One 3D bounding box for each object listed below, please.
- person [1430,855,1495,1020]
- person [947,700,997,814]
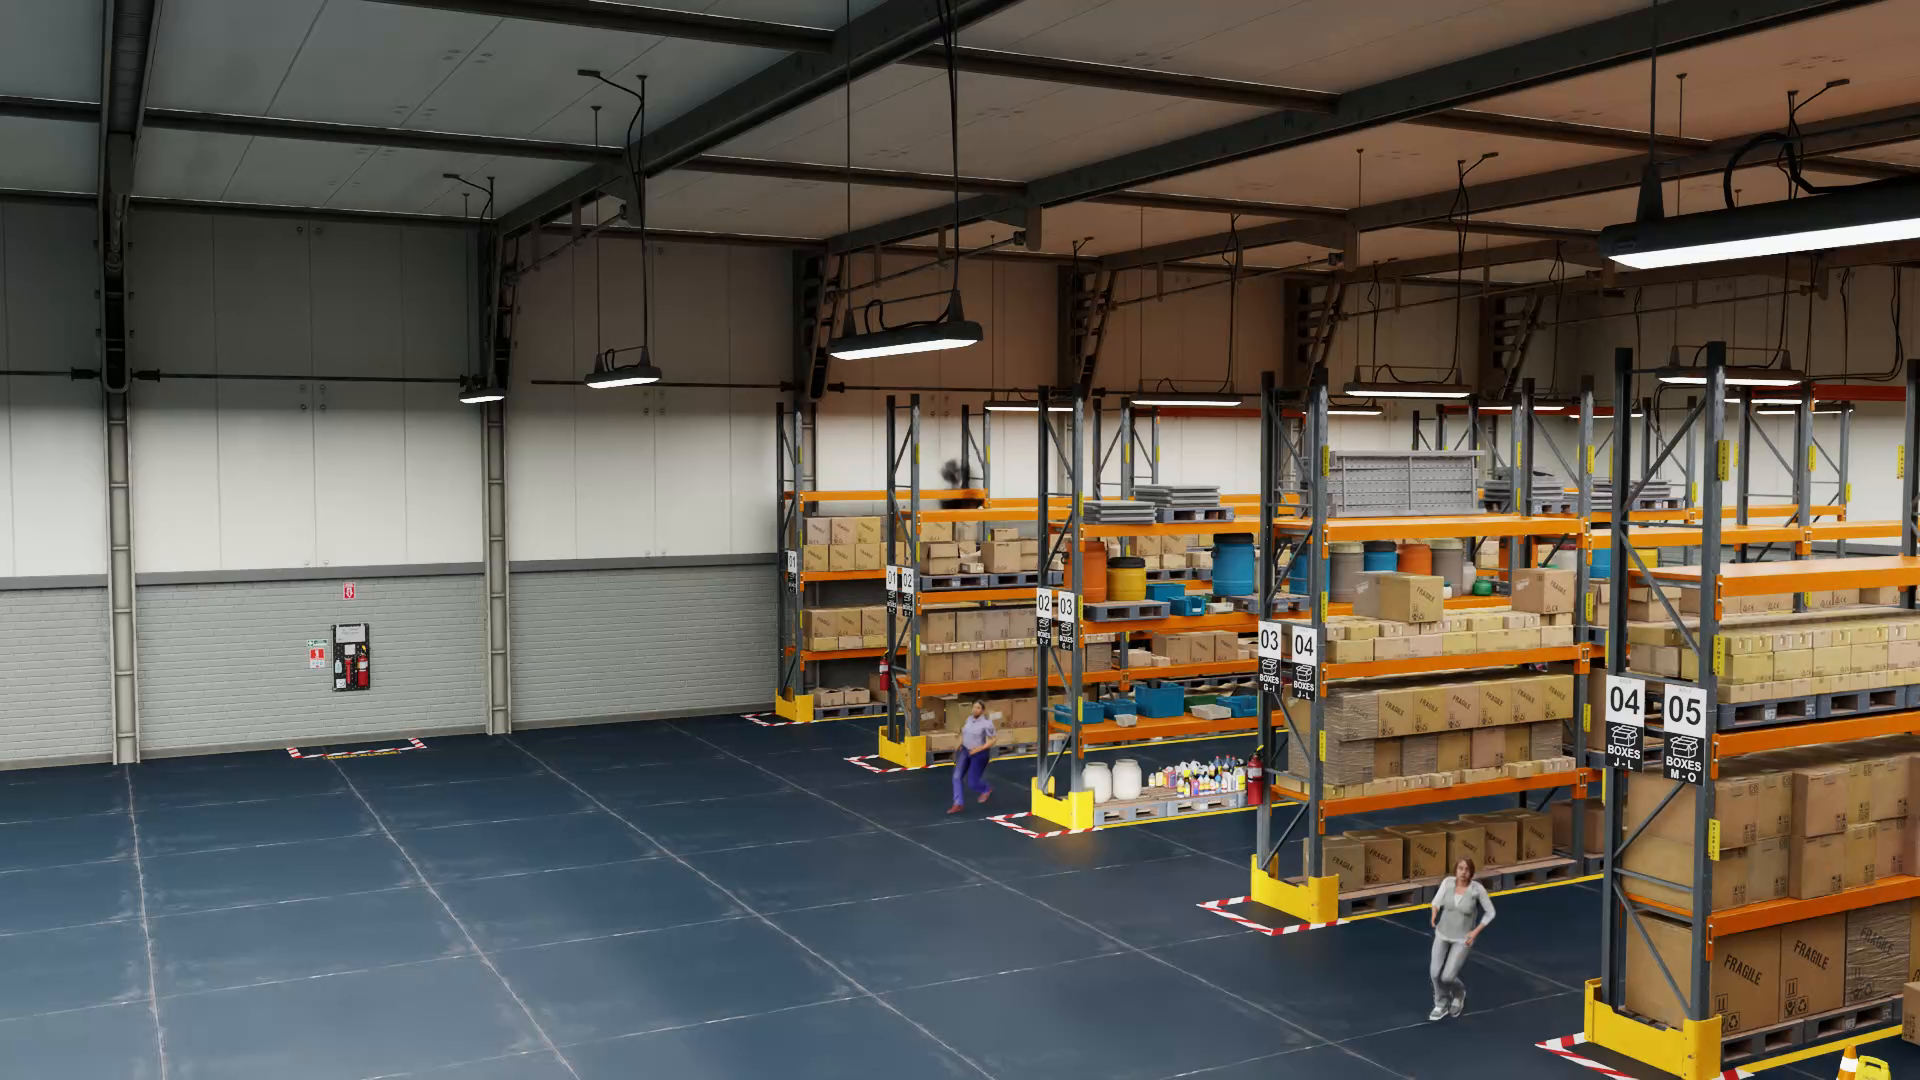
[{"bbox_3d":[4.416,3.562,14.792,0.542,1.534,0.498,3,4,41],"label":"person"},{"bbox_3d":[0.238,3.051,23.464,0.649,1.595,0.769,3,4,39],"label":"person"}]
